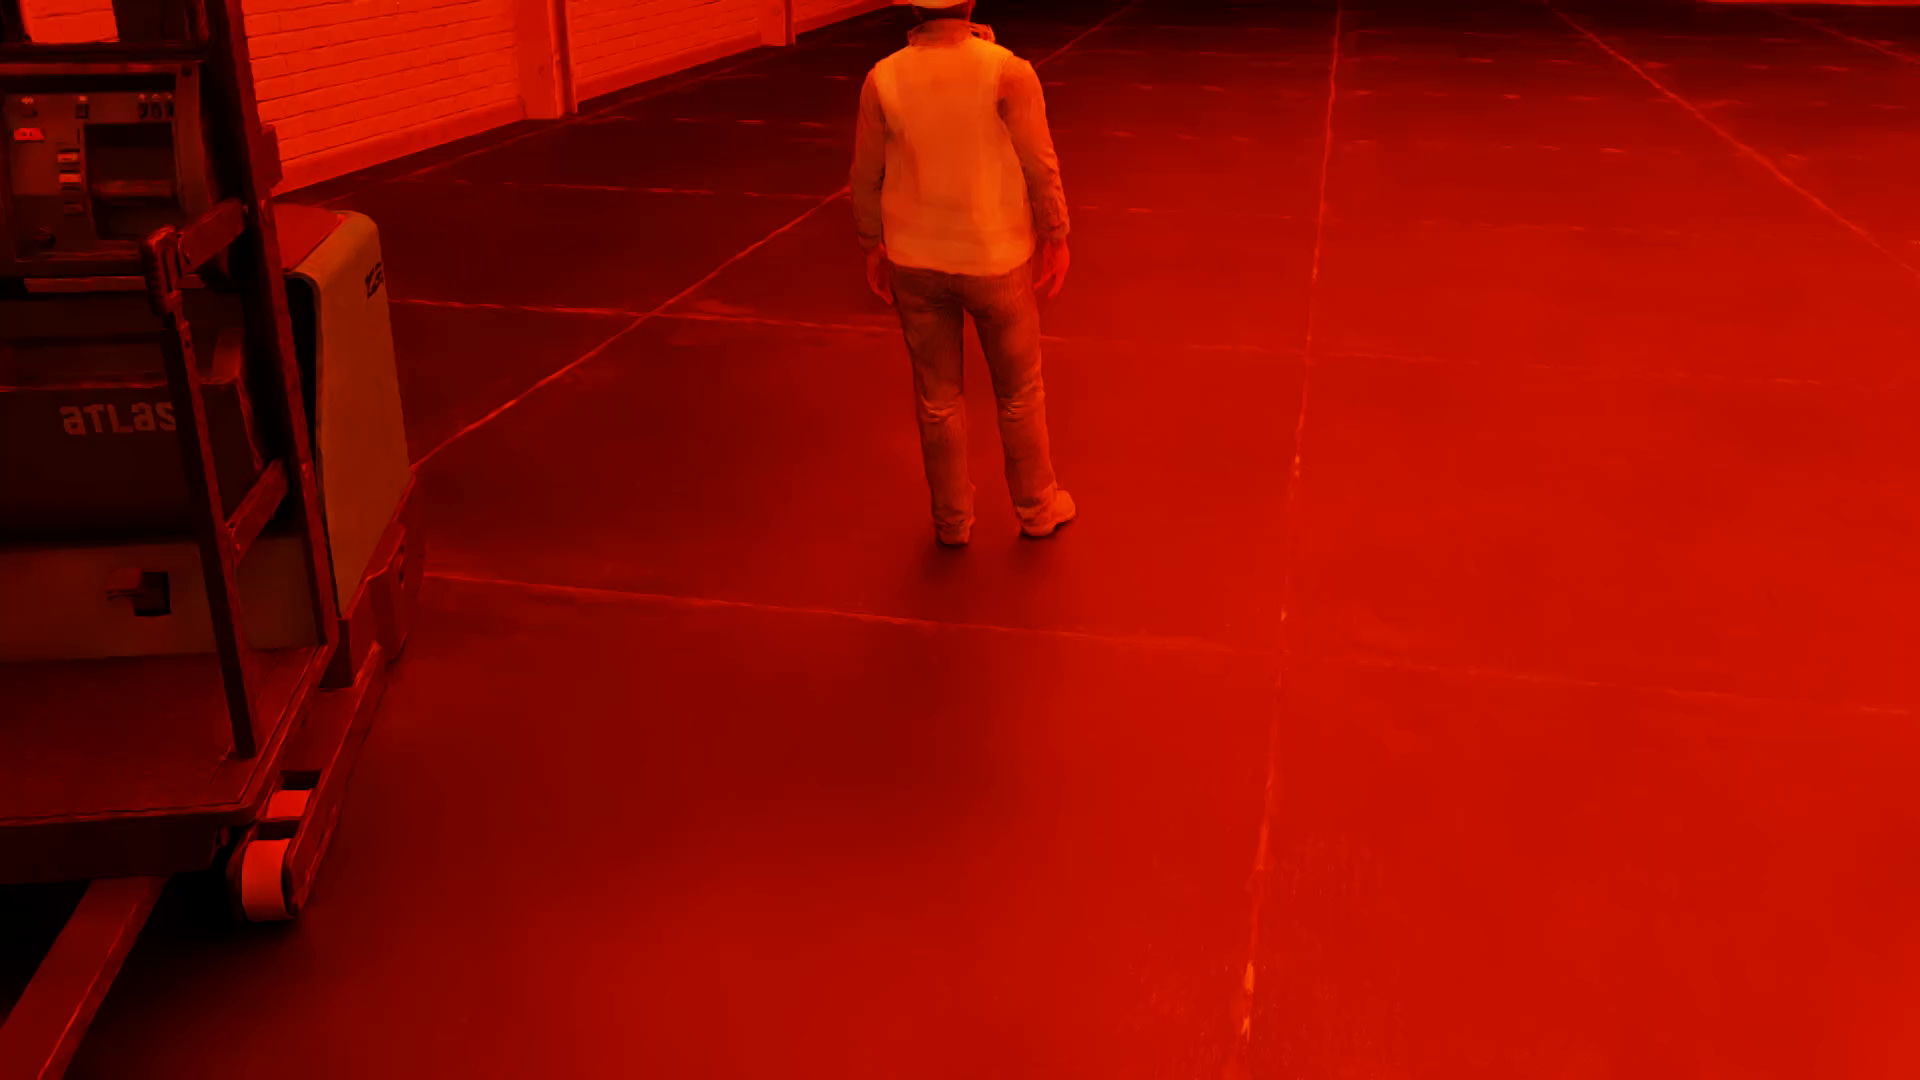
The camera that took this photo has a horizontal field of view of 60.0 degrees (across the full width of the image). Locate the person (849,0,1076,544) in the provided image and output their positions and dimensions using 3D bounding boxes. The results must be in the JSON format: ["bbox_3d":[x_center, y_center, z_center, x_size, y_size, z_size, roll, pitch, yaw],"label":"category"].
[{"bbox_3d":[0.021,-0.851,4.866,0.632,1.773,0.567,5,23,11],"label":"person"}]

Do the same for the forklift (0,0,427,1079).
[{"bbox_3d":[-1.889,-0.691,2.962,1.130,2.935,3.031,-3,22,-7],"label":"forklift"}]
